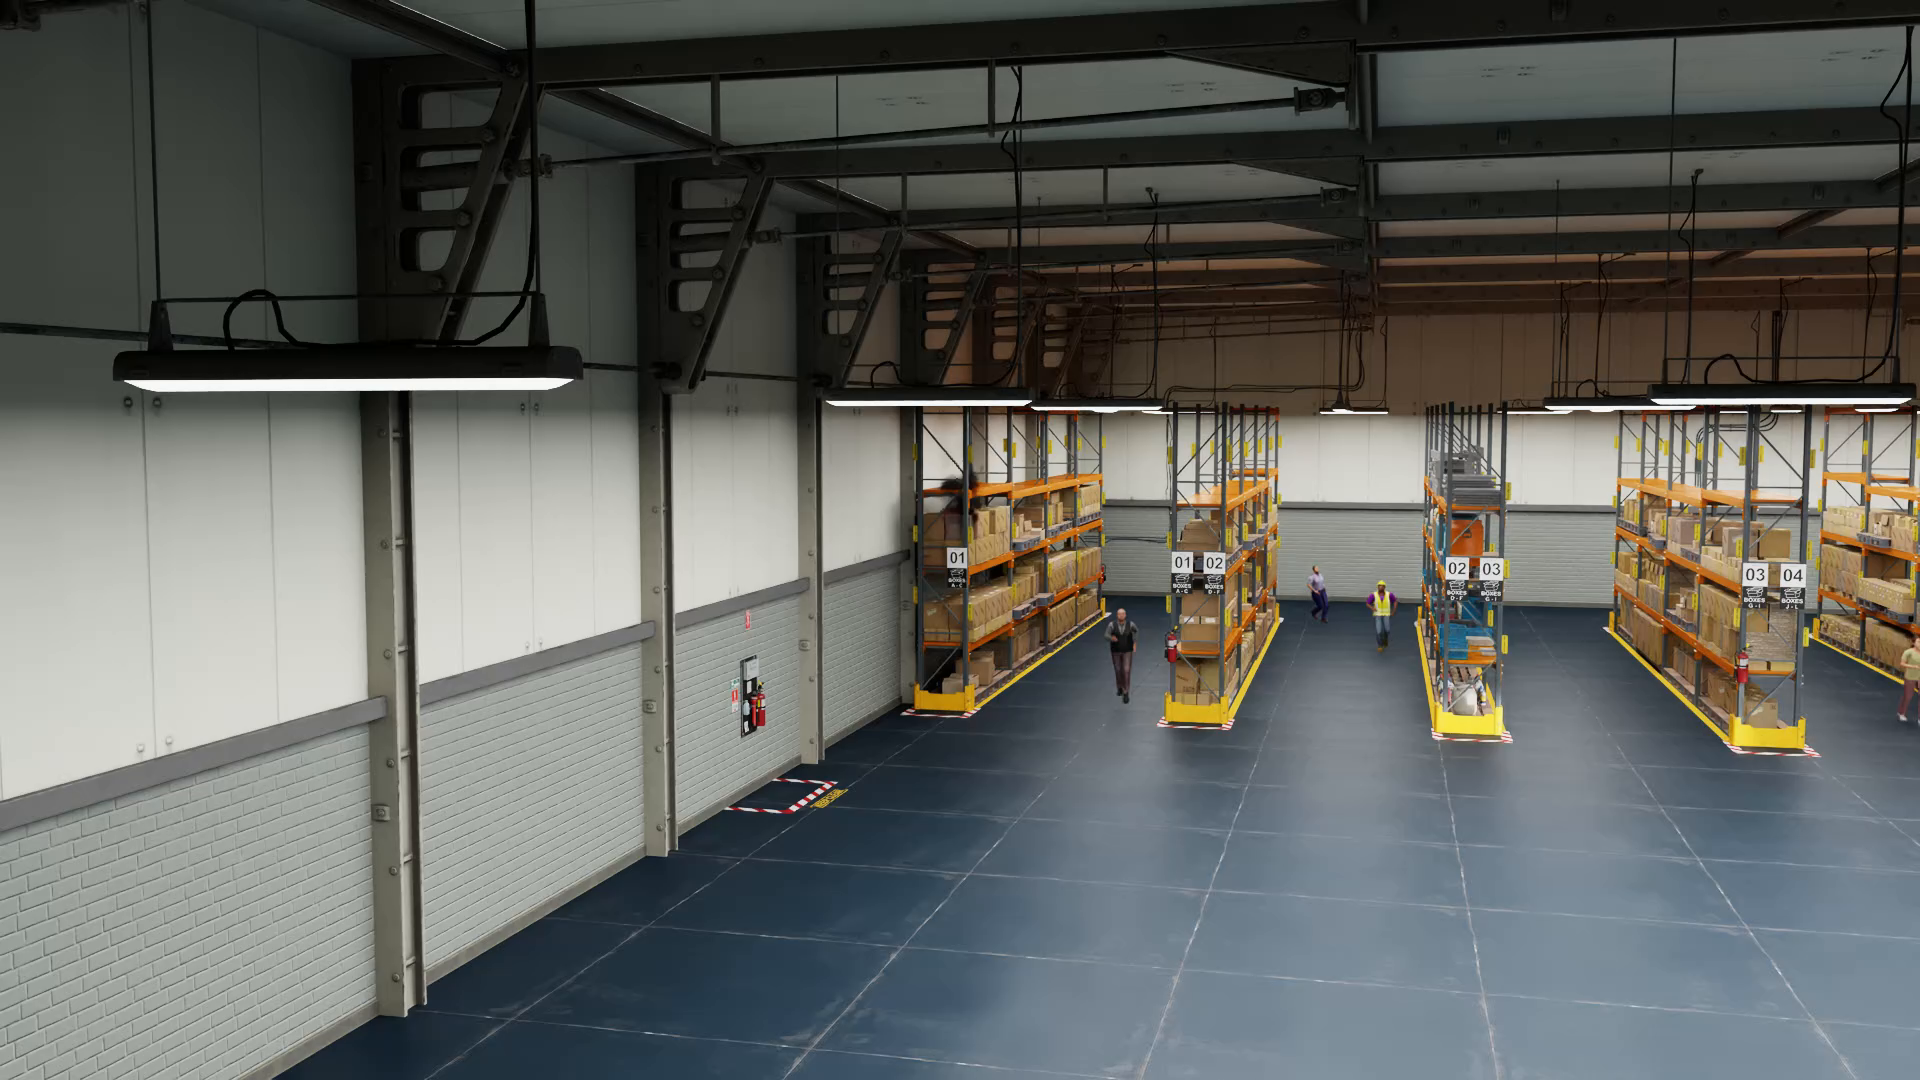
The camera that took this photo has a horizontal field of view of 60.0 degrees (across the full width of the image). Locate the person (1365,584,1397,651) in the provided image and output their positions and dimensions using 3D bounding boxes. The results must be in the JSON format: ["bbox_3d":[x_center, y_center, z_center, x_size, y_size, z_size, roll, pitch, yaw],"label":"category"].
[{"bbox_3d":[10.295,1.876,40.591,0.770,1.685,0.523,1,4,8],"label":"person"}]

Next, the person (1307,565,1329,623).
[{"bbox_3d":[10.004,1.516,46.441,0.650,1.604,0.614,-2,5,-31],"label":"person"}]

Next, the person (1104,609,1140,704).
[{"bbox_3d":[3.125,2.215,32.189,0.679,1.789,0.843,1,4,9],"label":"person"}]

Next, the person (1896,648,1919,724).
[{"bbox_3d":[17.702,2.720,30.889,0.503,1.454,0.887,0,4,7],"label":"person"}]
